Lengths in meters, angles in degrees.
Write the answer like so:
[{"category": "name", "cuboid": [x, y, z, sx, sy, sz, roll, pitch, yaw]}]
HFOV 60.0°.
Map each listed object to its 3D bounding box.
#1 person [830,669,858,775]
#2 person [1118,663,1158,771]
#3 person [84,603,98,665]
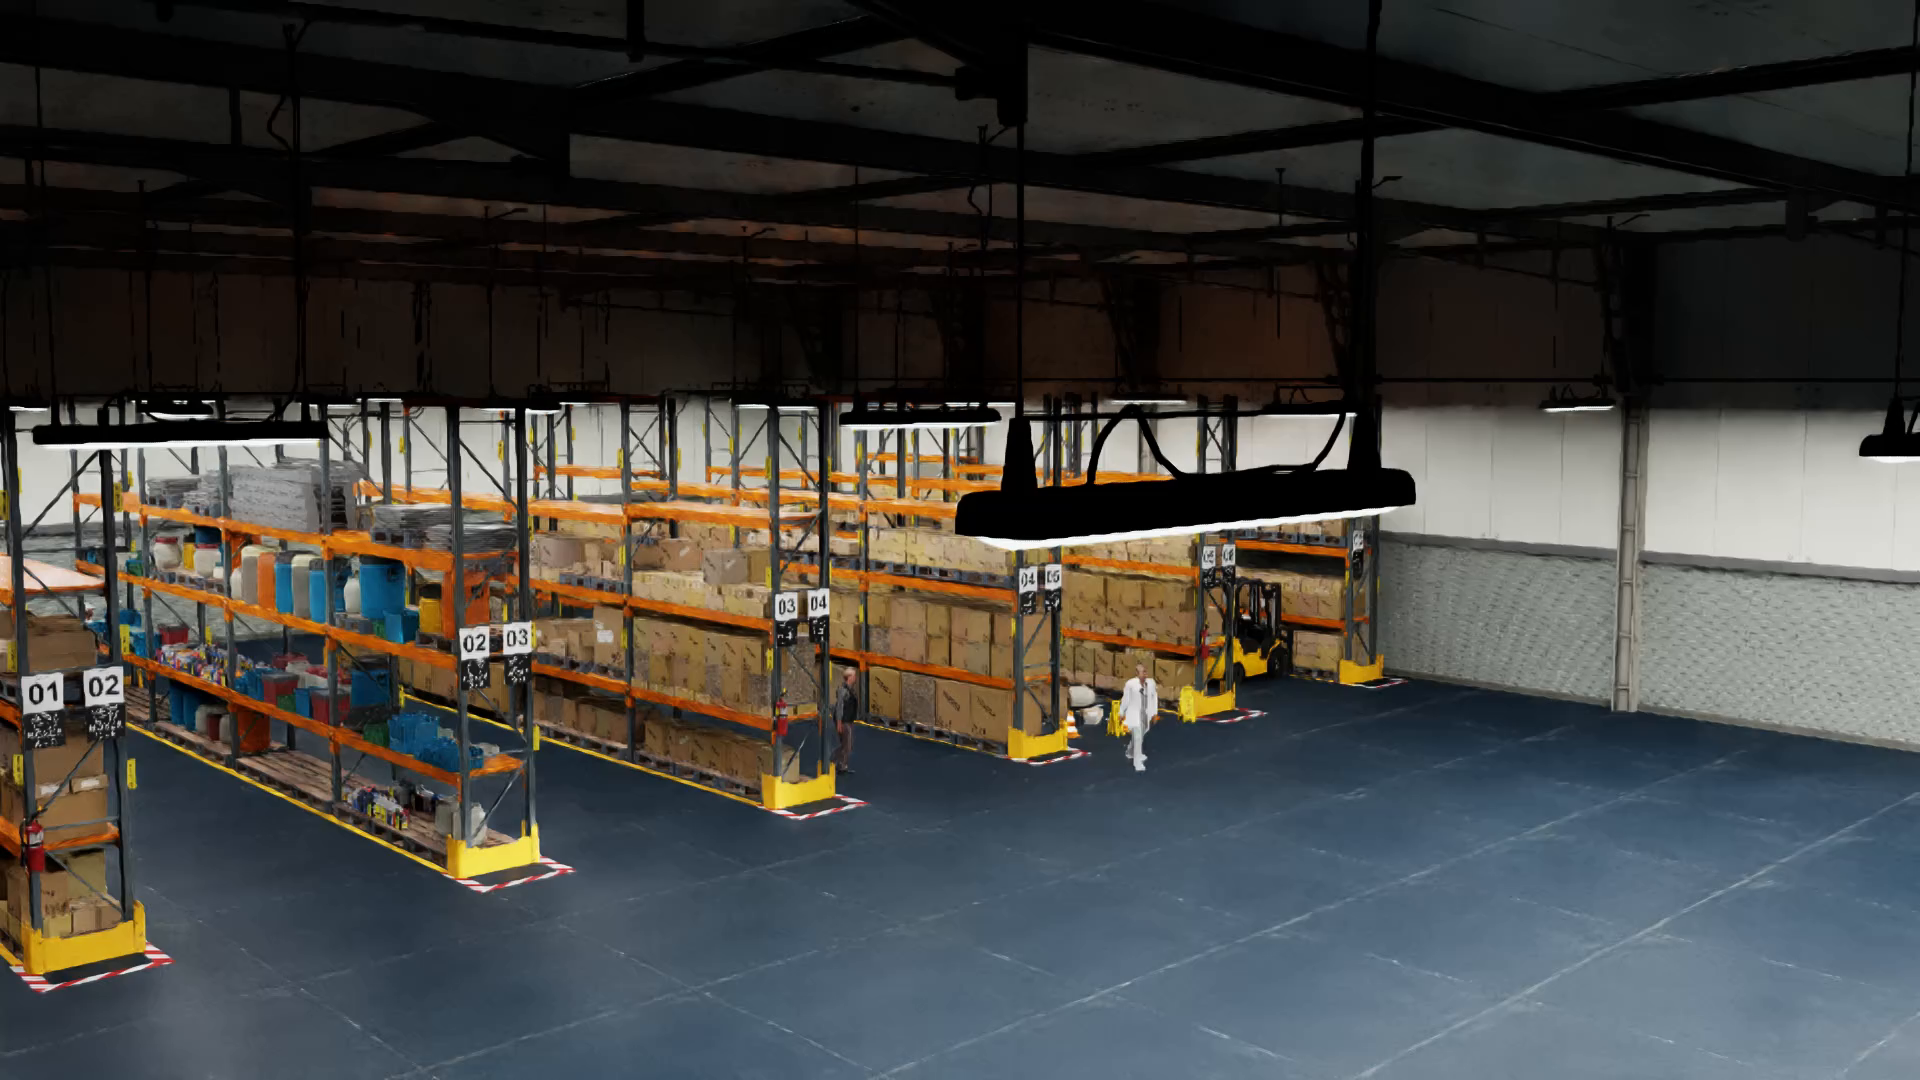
[{"category": "person", "cuboid": [-1.912, 2.911, 26.614, 0.532, 1.713, 0.589, 1, 6, 11]}, {"category": "person", "cuboid": [2.927, 2.855, 27.141, 0.633, 1.728, 1.044, -2, 6, -22]}, {"category": "person", "cuboid": [-17.753, 2.158, 33.865, 0.510, 1.780, 0.698, -1, 6, -13]}]
